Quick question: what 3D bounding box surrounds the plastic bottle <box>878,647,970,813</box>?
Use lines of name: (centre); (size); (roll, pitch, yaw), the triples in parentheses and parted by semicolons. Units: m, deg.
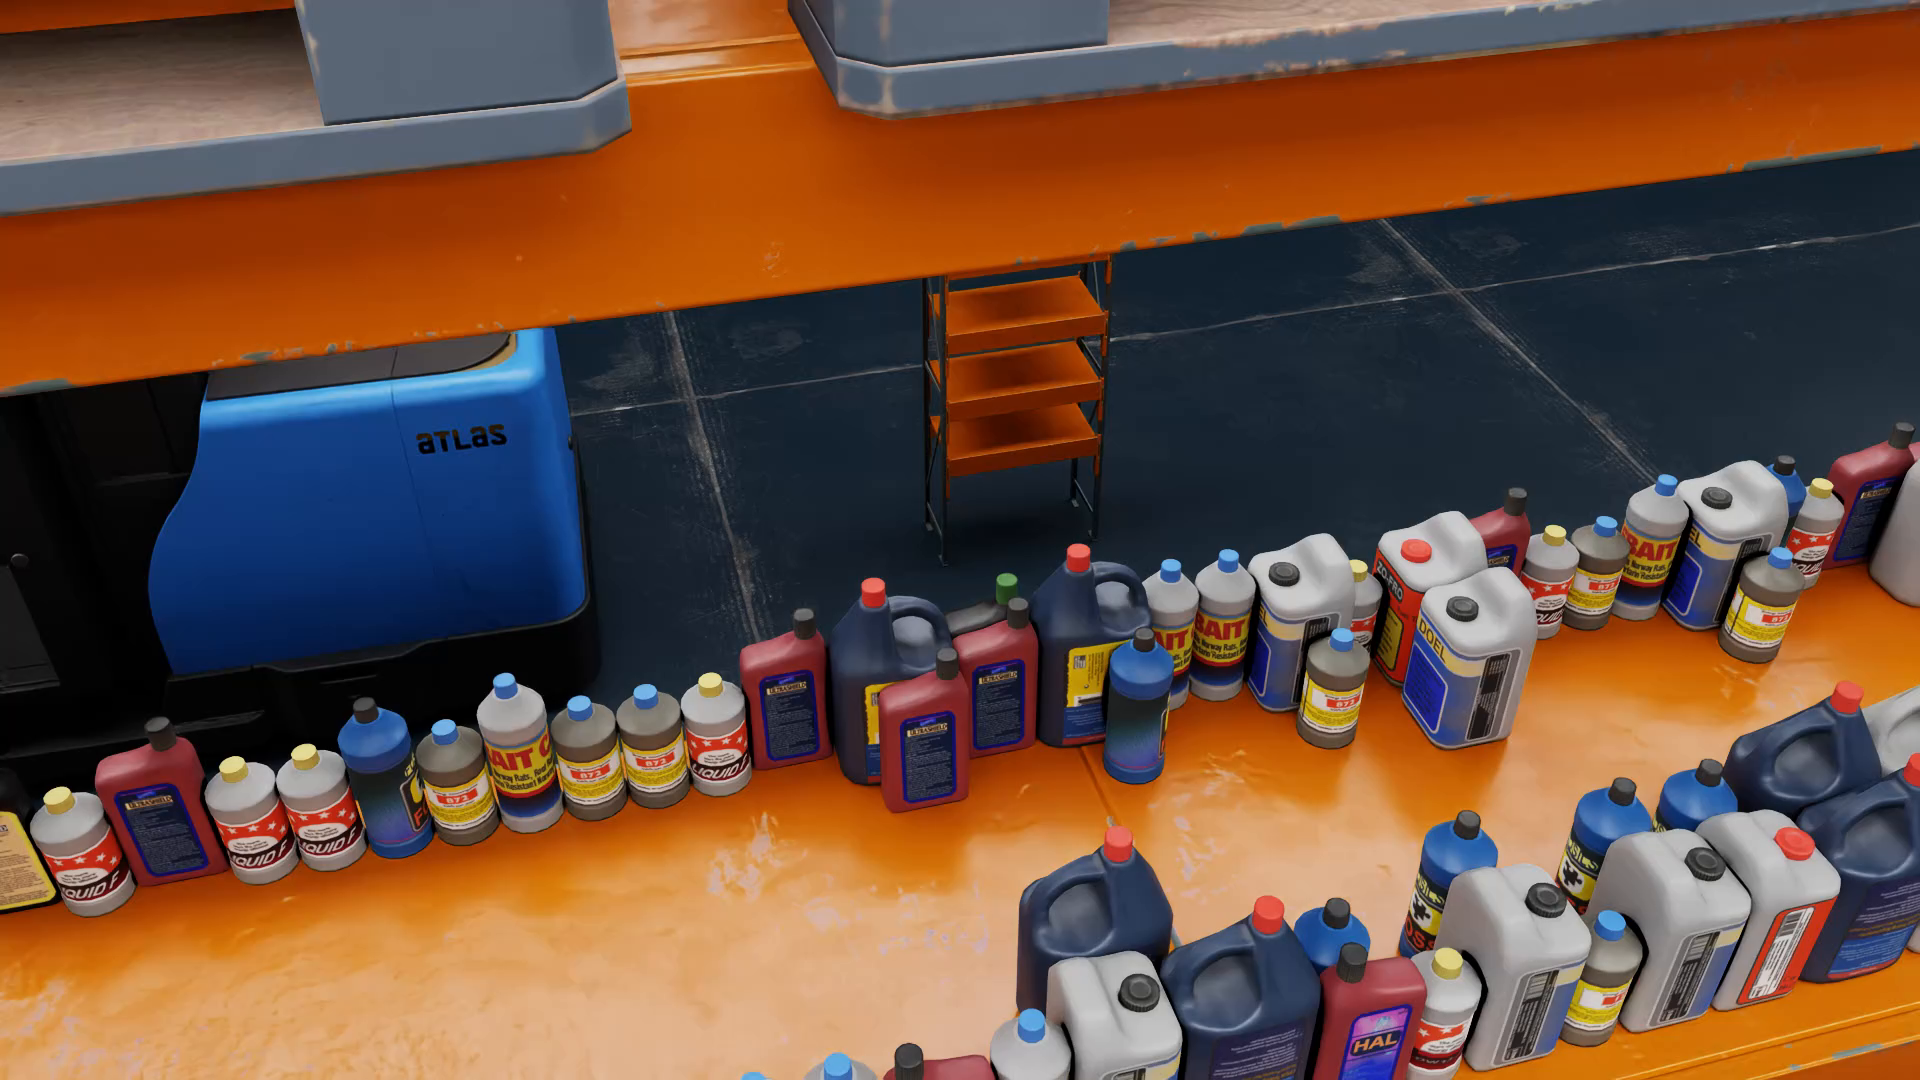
plastic bottle: (-0.054, 0.285, 2.505); (0.133, 0.283, 0.061); (-9, 38, -12)

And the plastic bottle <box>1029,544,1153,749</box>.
plastic bottle: (0.202, 0.152, 2.624); (0.185, 0.351, 0.144); (-9, 38, -12)

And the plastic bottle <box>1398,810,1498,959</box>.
plastic bottle: (0.669, 0.474, 2.268); (0.097, 0.271, 0.097); (0, 37, 0)

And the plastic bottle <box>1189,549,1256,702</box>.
plastic bottle: (0.426, 0.132, 2.715); (0.097, 0.271, 0.097); (0, 37, 0)

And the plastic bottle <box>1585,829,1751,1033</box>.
plastic bottle: (0.944, 0.505, 2.223); (0.135, 0.276, 0.152); (-9, 38, -12)

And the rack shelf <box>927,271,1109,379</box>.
rack shelf: (0.160, -0.627, 4.825); (0.480, 0.148, 0.258); (-9, 38, -12)

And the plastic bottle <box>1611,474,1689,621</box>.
plastic bottle: (1.191, 0.006, 2.879); (0.097, 0.271, 0.097); (0, 37, 0)

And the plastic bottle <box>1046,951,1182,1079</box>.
plastic bottle: (0.189, 0.629, 2.061); (0.135, 0.276, 0.152); (-9, 38, -12)

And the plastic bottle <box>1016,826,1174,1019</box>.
plastic bottle: (0.174, 0.509, 2.157); (0.185, 0.351, 0.144); (-9, 38, -12)

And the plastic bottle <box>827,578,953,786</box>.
plastic bottle: (-0.105, 0.202, 2.558); (0.185, 0.351, 0.144); (-9, 38, -12)

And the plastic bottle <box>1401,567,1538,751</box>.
plastic bottle: (0.809, 0.180, 2.648); (0.135, 0.276, 0.152); (-9, 38, -12)

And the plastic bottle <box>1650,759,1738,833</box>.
plastic bottle: (1.023, 0.416, 2.344); (0.097, 0.271, 0.097); (0, 37, 0)

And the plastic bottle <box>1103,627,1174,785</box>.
plastic bottle: (0.276, 0.247, 2.564); (0.097, 0.271, 0.097); (0, 37, 0)

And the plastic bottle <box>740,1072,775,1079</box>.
plastic bottle: (-0.233, 0.717, 1.949); (0.097, 0.271, 0.097); (0, 37, 0)

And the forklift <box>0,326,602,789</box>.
forklift: (-2.581, -0.807, 3.893); (3.031, 2.935, 1.130); (-8, 38, -10)

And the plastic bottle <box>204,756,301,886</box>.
plastic bottle: (-1.034, 0.399, 2.423); (0.097, 0.201, 0.097); (0, 37, 0)

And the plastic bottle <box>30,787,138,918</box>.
plastic bottle: (-1.257, 0.436, 2.375); (0.097, 0.201, 0.097); (0, 37, 0)

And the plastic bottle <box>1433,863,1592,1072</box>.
plastic bottle: (0.720, 0.542, 2.175); (0.135, 0.276, 0.152); (-9, 38, -12)

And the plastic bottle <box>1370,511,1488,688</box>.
plastic bottle: (0.769, 0.091, 2.765); (0.135, 0.276, 0.152); (-9, 38, -12)

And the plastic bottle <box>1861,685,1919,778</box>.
plastic bottle: (1.370, 0.318, 2.407); (0.185, 0.351, 0.144); (-9, 38, -12)

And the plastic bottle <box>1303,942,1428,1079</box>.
plastic bottle: (0.508, 0.603, 2.090); (0.133, 0.283, 0.061); (-9, 38, -12)

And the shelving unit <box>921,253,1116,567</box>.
shelving unit: (0.160, -0.503, 4.920); (0.503, 1.200, 0.258); (-9, 38, -12)

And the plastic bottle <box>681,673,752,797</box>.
plastic bottle: (-0.376, 0.291, 2.564); (0.097, 0.201, 0.097); (0, 37, 0)

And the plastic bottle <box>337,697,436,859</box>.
plastic bottle: (-0.846, 0.340, 2.442); (0.097, 0.271, 0.097); (0, 37, 0)

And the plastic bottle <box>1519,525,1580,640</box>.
plastic bottle: (1.003, 0.065, 2.860); (0.097, 0.201, 0.097); (0, 37, 0)

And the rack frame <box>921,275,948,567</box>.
rack frame: (-0.076, -0.464, 4.869); (0.015, 1.200, 0.240); (-9, 38, -12)

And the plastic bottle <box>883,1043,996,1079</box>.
plastic bottle: (-0.023, 0.690, 1.976); (0.133, 0.283, 0.061); (-9, 38, -12)

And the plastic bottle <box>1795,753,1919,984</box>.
plastic bottle: (1.229, 0.431, 2.258); (0.185, 0.351, 0.144); (-9, 38, -12)

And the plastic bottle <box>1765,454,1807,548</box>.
plastic bottle: (1.415, -0.031, 2.927); (0.097, 0.271, 0.097); (0, 37, 0)

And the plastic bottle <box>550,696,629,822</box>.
plastic bottle: (-0.564, 0.322, 2.524); (0.097, 0.201, 0.097); (0, 37, 0)

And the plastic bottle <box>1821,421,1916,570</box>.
plastic bottle: (1.615, -0.080, 2.981); (0.133, 0.283, 0.061); (-9, 38, -12)

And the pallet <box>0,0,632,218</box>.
pallet: (-0.888, -0.502, 1.124); (1.213, 0.211, 1.003); (-9, 38, -12)

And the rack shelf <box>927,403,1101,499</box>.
rack shelf: (0.160, -0.292, 5.081); (0.480, 0.148, 0.258); (-9, 38, -12)

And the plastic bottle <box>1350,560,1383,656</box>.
plastic bottle: (0.650, 0.123, 2.784); (0.097, 0.201, 0.097); (0, 37, 0)

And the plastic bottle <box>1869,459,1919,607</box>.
plastic bottle: (1.746, -0.063, 2.905); (0.185, 0.351, 0.144); (-9, 38, -12)
